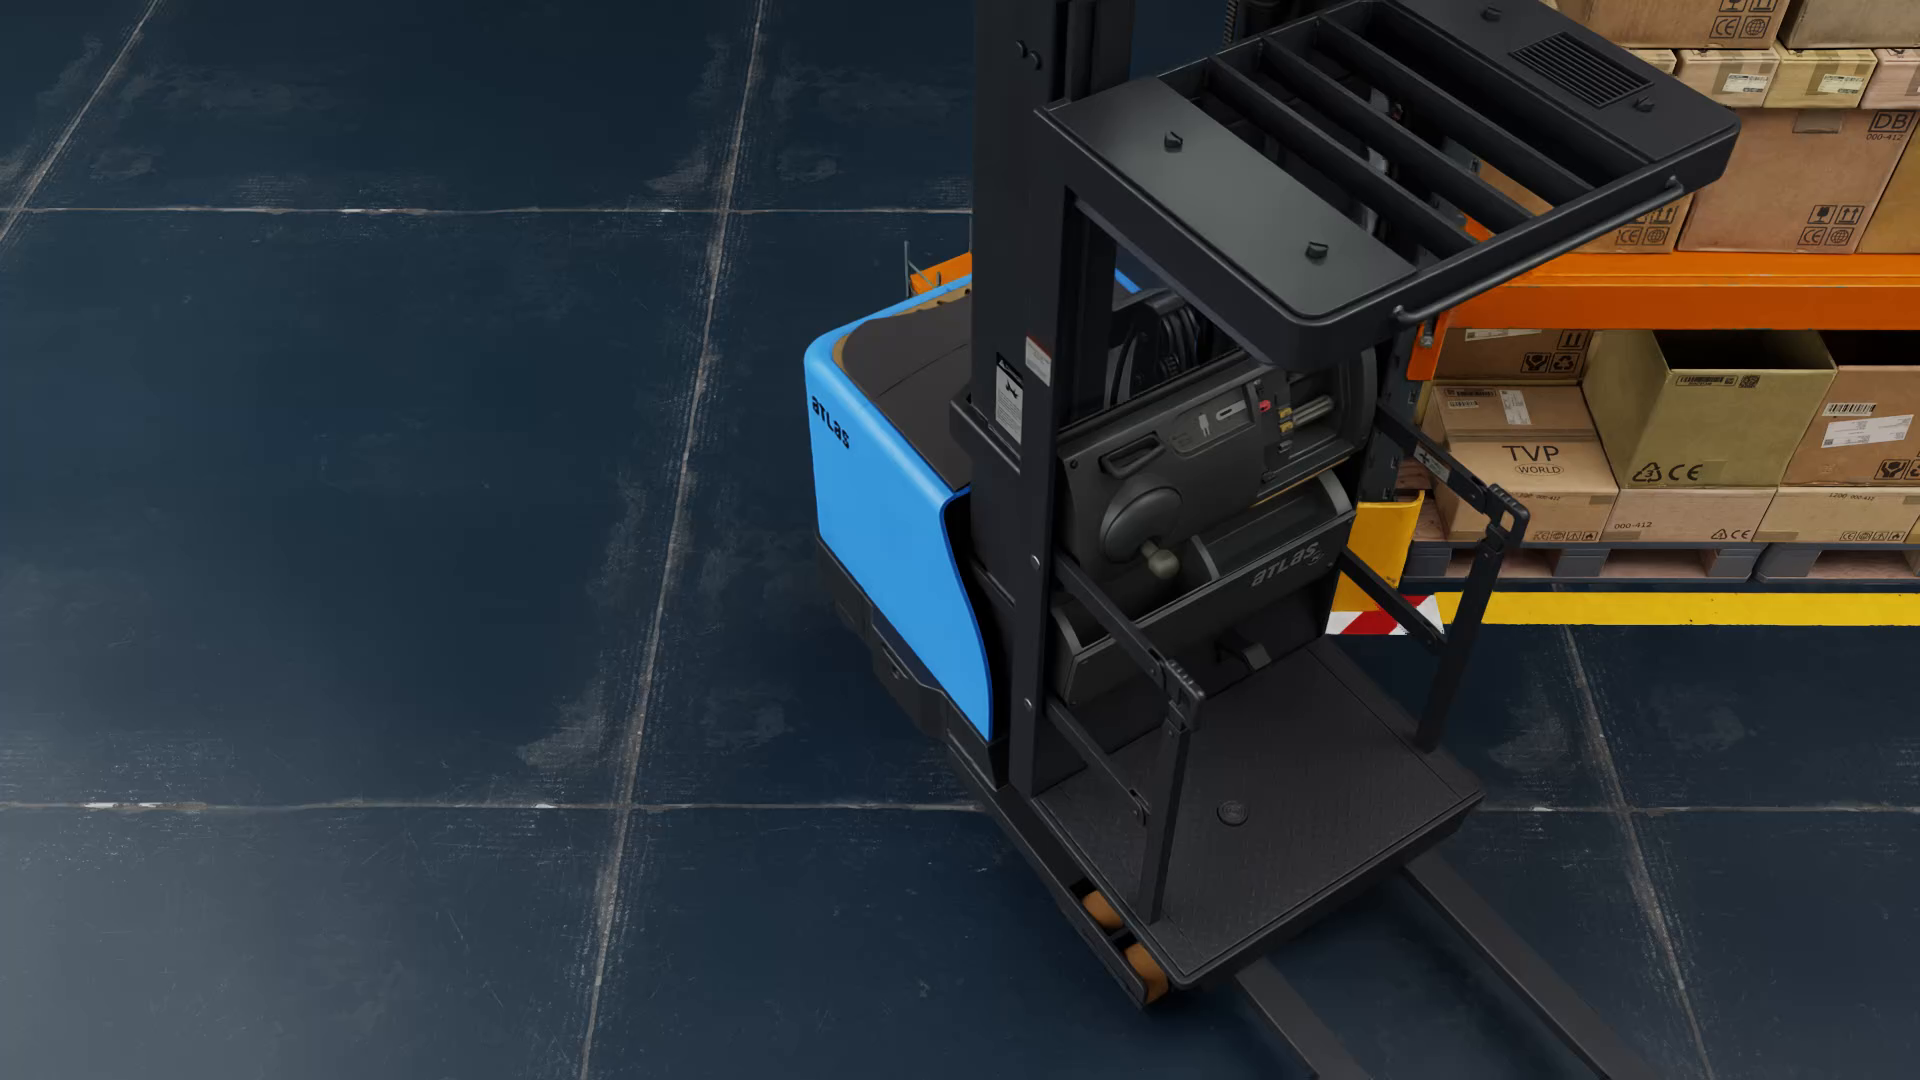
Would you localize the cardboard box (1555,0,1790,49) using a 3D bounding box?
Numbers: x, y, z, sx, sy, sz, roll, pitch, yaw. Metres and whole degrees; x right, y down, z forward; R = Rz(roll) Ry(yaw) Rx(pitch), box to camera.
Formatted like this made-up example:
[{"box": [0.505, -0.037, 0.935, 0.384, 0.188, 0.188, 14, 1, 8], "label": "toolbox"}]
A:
[{"box": [1.828, -1.679, 4.309, 0.500, 0.500, 0.700, 0, 47, 0], "label": "cardboard box"}]

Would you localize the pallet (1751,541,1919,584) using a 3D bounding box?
[{"box": [3.291, -0.287, 5.873, 1.213, 0.211, 1.003, 0, 47, 0], "label": "pallet"}]

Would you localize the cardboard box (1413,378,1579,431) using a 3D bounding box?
[{"box": [1.846, -0.635, 5.884, 0.500, 0.250, 0.500, 0, 47, 0], "label": "cardboard box"}]

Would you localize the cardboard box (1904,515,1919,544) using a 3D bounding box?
[{"box": [3.344, -0.251, 5.526, 0.500, 0.250, 0.500, 0, 47, 0], "label": "cardboard box"}]

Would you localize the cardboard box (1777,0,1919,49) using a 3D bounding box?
[{"box": [2.354, -1.682, 4.312, 0.500, 0.500, 0.700, -1, 47, -1], "label": "cardboard box"}]

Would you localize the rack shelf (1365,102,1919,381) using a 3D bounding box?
[{"box": [3.309, -0.964, 5.089, 4.000, 0.370, 1.077, 0, 47, 0], "label": "rack shelf"}]

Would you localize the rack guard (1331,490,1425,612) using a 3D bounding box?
[{"box": [1.285, -0.362, 5.746, 0.348, 0.500, 1.175, 0, 47, 0], "label": "rack guard"}]

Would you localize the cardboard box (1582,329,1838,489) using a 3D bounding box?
[{"box": [2.344, -0.512, 5.256, 0.500, 0.500, 0.500, 0, 47, 0], "label": "cardboard box"}]

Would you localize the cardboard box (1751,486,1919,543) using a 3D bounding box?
[{"box": [2.844, -0.256, 5.530, 0.500, 0.250, 0.500, 0, 47, 0], "label": "cardboard box"}]

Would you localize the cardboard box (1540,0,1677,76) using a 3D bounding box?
[{"box": [1.700, -1.310, 4.409, 0.250, 0.149, 0.380, 0, 47, 0], "label": "cardboard box"}]

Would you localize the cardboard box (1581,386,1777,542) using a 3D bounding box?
[{"box": [2.344, -0.257, 5.532, 0.500, 0.250, 0.500, 0, 47, 0], "label": "cardboard box"}]

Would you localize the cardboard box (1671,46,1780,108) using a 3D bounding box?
[{"box": [1.964, -1.312, 4.410, 0.250, 0.149, 0.380, -1, 47, -1], "label": "cardboard box"}]

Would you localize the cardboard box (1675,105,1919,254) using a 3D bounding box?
[{"box": [2.301, -1.240, 4.786, 0.500, 0.500, 0.700, 1, 47, 1], "label": "cardboard box"}]

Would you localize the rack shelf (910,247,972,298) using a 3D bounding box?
[{"box": [-0.012, -0.748, 5.354, 0.240, 0.259, 0.215, -26, 52, -22], "label": "rack shelf"}]

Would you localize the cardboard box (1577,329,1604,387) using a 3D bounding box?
[{"box": [2.346, -0.643, 5.890, 0.500, 0.250, 0.500, 0, 47, 0], "label": "cardboard box"}]

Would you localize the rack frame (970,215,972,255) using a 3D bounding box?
[{"box": [0.091, -0.609, 5.599, 0.008, 1.050, 0.200, -26, 52, -22], "label": "rack frame"}]

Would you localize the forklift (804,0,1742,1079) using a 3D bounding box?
[{"box": [0.757, -0.133, 3.871, 1.130, 2.935, 3.031, -26, 52, -22], "label": "forklift"}]

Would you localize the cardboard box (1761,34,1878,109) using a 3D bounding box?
[{"box": [2.214, -1.310, 4.409, 0.250, 0.149, 0.380, 0, 47, 0], "label": "cardboard box"}]

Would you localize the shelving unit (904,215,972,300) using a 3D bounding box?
[{"box": [-0.011, -0.560, 5.553, 0.252, 1.050, 0.215, -26, 52, -22], "label": "shelving unit"}]

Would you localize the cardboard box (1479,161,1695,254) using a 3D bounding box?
[{"box": [1.776, -1.237, 4.784, 0.500, 0.500, 0.700, 0, 47, 0], "label": "cardboard box"}]

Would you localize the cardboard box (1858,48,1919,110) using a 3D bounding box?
[{"box": [2.466, -1.308, 4.407, 0.250, 0.149, 0.380, 0, 47, 0], "label": "cardboard box"}]

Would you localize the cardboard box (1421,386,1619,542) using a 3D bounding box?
[{"box": [1.844, -0.256, 5.531, 0.500, 0.250, 0.500, 0, 47, 0], "label": "cardboard box"}]

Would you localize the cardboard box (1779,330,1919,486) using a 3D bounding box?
[{"box": [2.844, -0.520, 5.264, 0.500, 0.500, 0.500, 0, 47, 0], "label": "cardboard box"}]

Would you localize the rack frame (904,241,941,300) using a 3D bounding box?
[{"box": [-0.113, -0.511, 5.507, 0.008, 1.050, 0.200, -26, 52, -22], "label": "rack frame"}]

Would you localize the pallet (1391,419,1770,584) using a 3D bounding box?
[{"box": [2.074, -0.293, 5.878, 1.213, 0.211, 1.003, 0, 47, 0], "label": "pallet"}]

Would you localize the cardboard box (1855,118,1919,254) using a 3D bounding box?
[{"box": [2.797, -1.234, 4.781, 0.500, 0.500, 0.700, 0, 47, 0], "label": "cardboard box"}]

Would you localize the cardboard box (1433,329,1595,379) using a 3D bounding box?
[{"box": [1.846, -0.892, 5.610, 0.500, 0.500, 0.500, 0, 47, 0], "label": "cardboard box"}]

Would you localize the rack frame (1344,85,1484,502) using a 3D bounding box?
[{"box": [1.309, -1.214, 4.831, 0.127, 3.000, 1.000, 0, 47, 0], "label": "rack frame"}]
